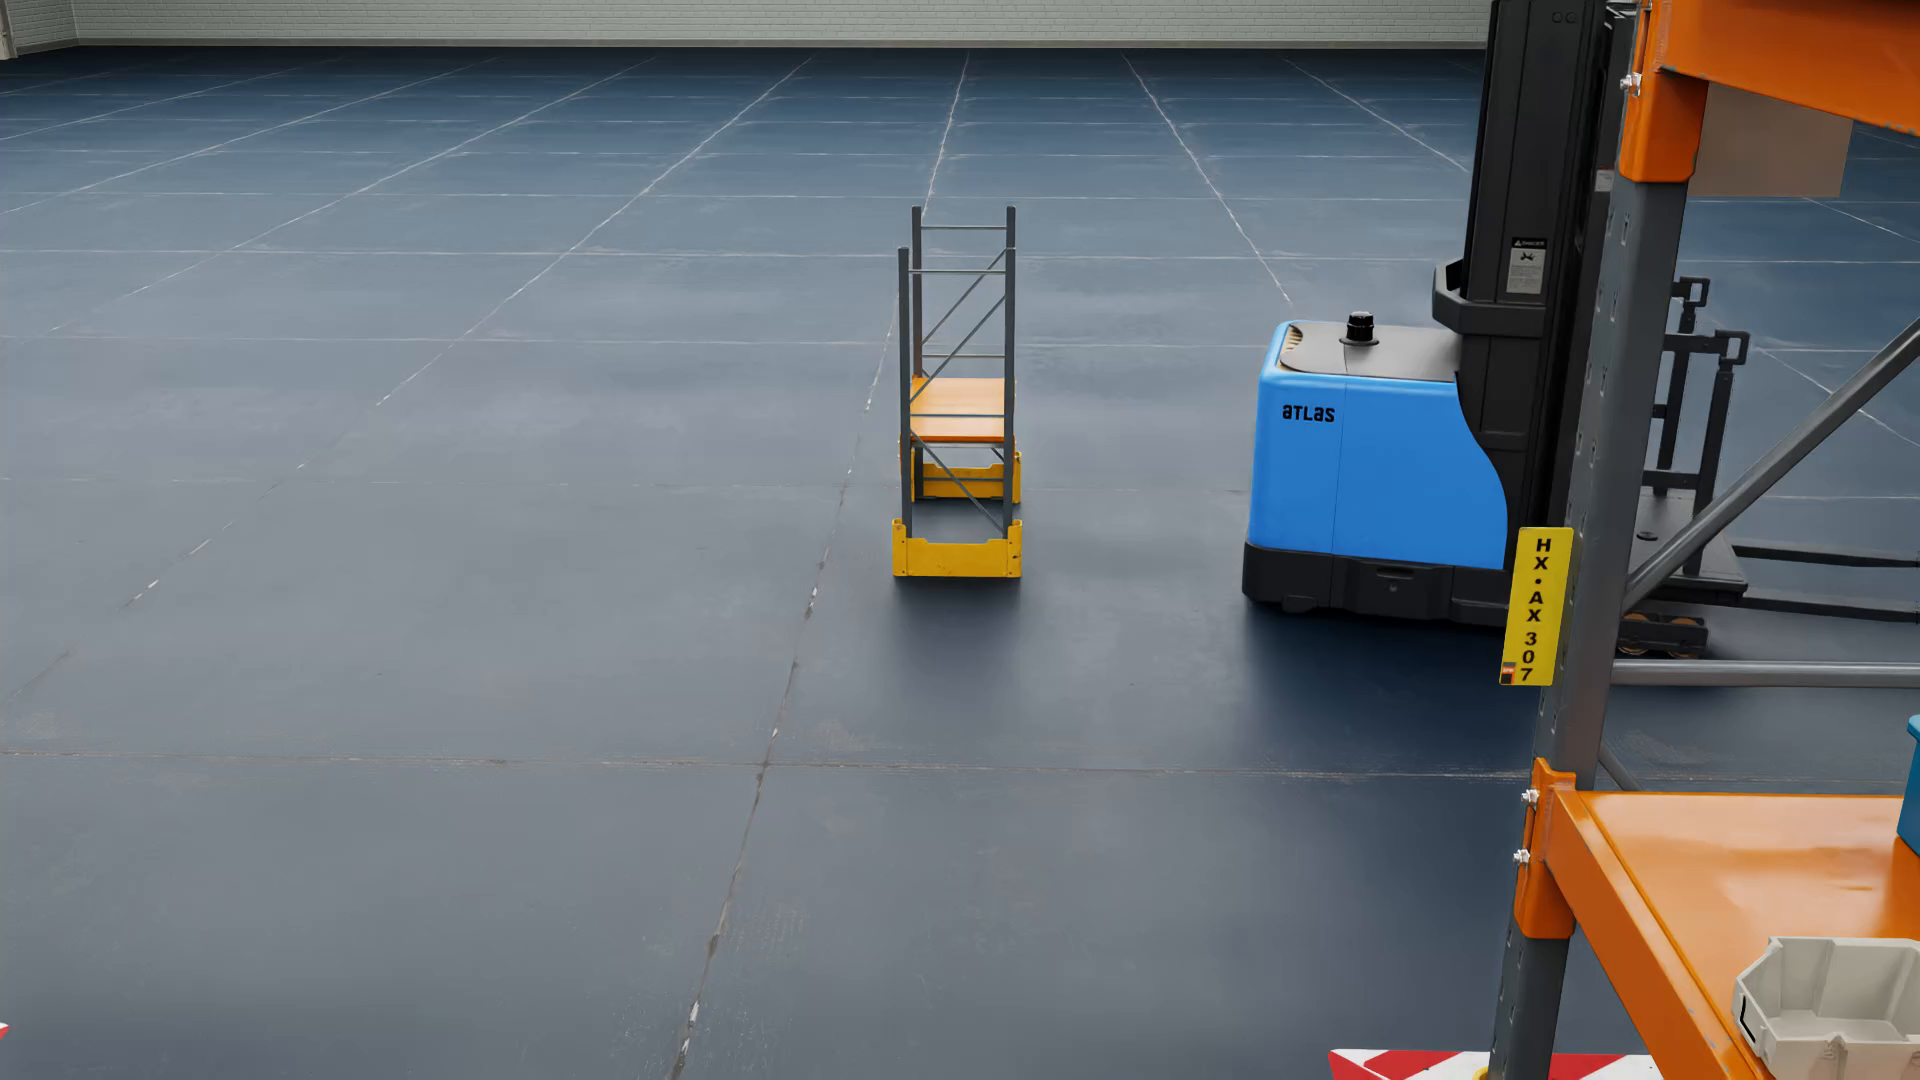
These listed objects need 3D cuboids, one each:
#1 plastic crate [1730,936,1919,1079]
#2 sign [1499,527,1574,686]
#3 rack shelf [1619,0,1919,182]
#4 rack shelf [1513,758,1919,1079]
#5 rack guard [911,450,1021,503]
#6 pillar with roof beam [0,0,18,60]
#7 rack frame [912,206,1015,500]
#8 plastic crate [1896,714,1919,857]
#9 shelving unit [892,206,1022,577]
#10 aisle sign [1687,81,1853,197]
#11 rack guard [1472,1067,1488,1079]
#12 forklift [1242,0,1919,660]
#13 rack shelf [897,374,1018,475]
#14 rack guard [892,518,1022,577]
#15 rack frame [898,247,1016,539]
[{"bbox_3d":[1.298,0.709,2.420,0.298,0.136,0.250,1,21,2],"label":"plastic crate"},{"bbox_3d":[1.097,0.129,3.167,0.100,0.325,0.005,1,21,2],"label":"sign"},{"bbox_3d":[1.586,-0.074,0.921,1.077,0.370,4.000,1,21,2],"label":"rack shelf"},{"bbox_3d":[1.586,1.324,1.464,1.077,0.370,4.000,1,21,2],"label":"rack shelf"},{"bbox_3d":[0.017,-0.324,8.519,0.587,0.250,0.087,1,21,2],"label":"rack guard"},{"bbox_3d":[-13.877,-13.306,29.881,9.100,9.000,0.400,1,21,2],"label":"pillar with roof beam"},{"bbox_3d":[0.018,-0.914,8.311,0.500,1.500,0.032,1,21,2],"label":"rack frame"},{"bbox_3d":[1.931,0.519,2.750,0.499,0.251,0.616,1,21,2],"label":"plastic crate"},{"bbox_3d":[0.002,-0.727,7.829,0.587,1.500,1.083,1,21,2],"label":"shelving unit"},{"bbox_3d":[1.356,-0.976,2.803,0.394,0.787,0.004,1,21,2],"label":"aisle sign"},{"bbox_3d":[1.691,1.459,3.578,1.175,0.500,0.348,1,21,2],"label":"rack guard"},{"bbox_3d":[2.804,-1.091,6.788,3.031,2.935,1.130,5,22,14],"label":"forklift"},{"bbox_3d":[0.003,-0.562,7.902,0.538,0.185,1.000,1,21,2],"label":"rack shelf"},{"bbox_3d":[-0.013,0.036,7.591,0.587,0.250,0.087,1,21,2],"label":"rack guard"},{"bbox_3d":[-0.013,-0.546,7.363,0.500,1.500,0.032,1,21,2],"label":"rack frame"}]
